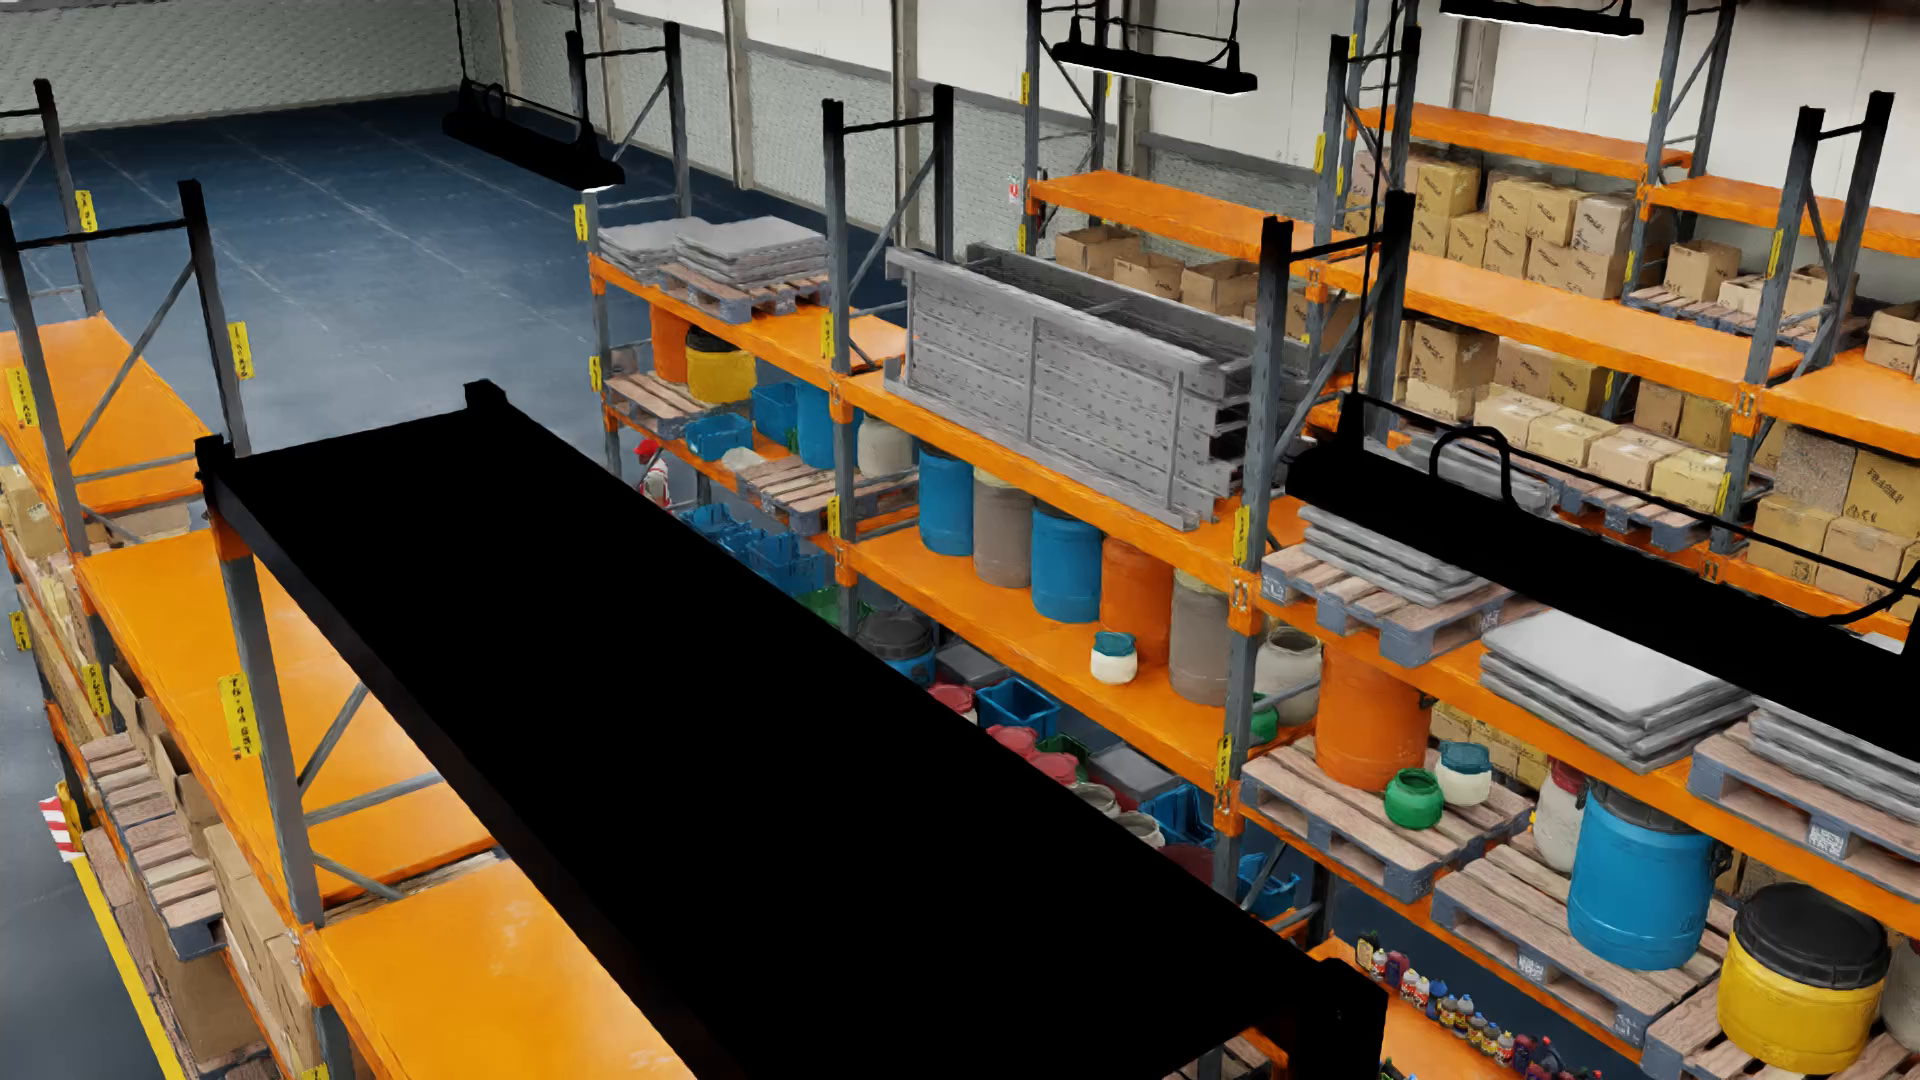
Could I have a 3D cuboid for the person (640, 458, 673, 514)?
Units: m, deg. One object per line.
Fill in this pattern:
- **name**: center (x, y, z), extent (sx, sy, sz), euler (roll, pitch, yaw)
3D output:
- **person**: center (-3.148, -0.543, 17.203), extent (0.316, 0.557, 0.408), euler (-1, 25, -2)
